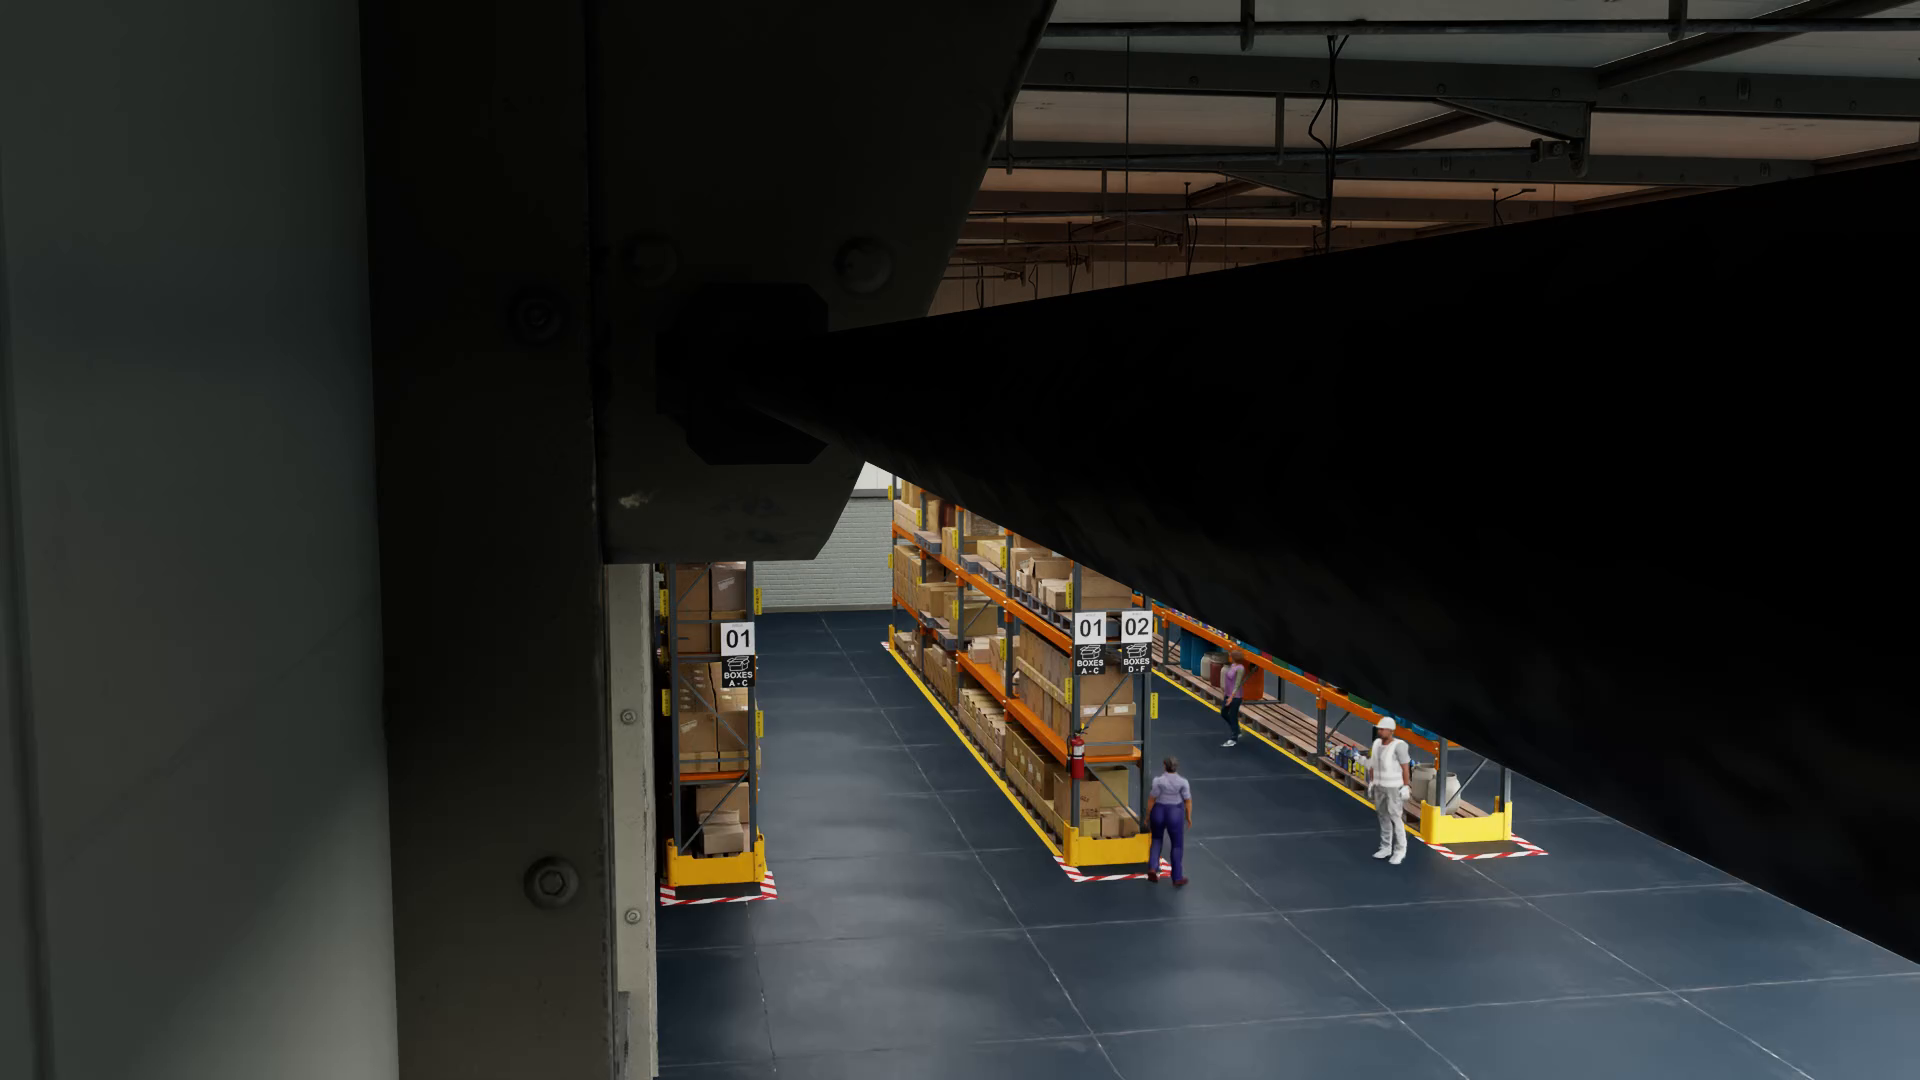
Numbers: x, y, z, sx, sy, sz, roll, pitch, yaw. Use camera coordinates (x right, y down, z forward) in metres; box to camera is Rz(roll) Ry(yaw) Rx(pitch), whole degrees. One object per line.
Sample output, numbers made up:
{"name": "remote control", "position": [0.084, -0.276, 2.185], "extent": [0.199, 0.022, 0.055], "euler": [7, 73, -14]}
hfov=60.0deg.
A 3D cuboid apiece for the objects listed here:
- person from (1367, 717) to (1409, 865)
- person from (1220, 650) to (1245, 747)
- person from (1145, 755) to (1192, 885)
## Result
{"name": "person", "position": [5.436, 3.164, 21.163], "extent": [0.395, 1.818, 0.626], "euler": [-4, 7, -30]}
{"name": "person", "position": [4.483, 2.589, 27.362], "extent": [0.417, 1.604, 0.492], "euler": [-2, 6, -16]}
{"name": "person", "position": [2.518, 3.359, 20.048], "extent": [0.557, 1.637, 0.492], "euler": [3, 7, 24]}
